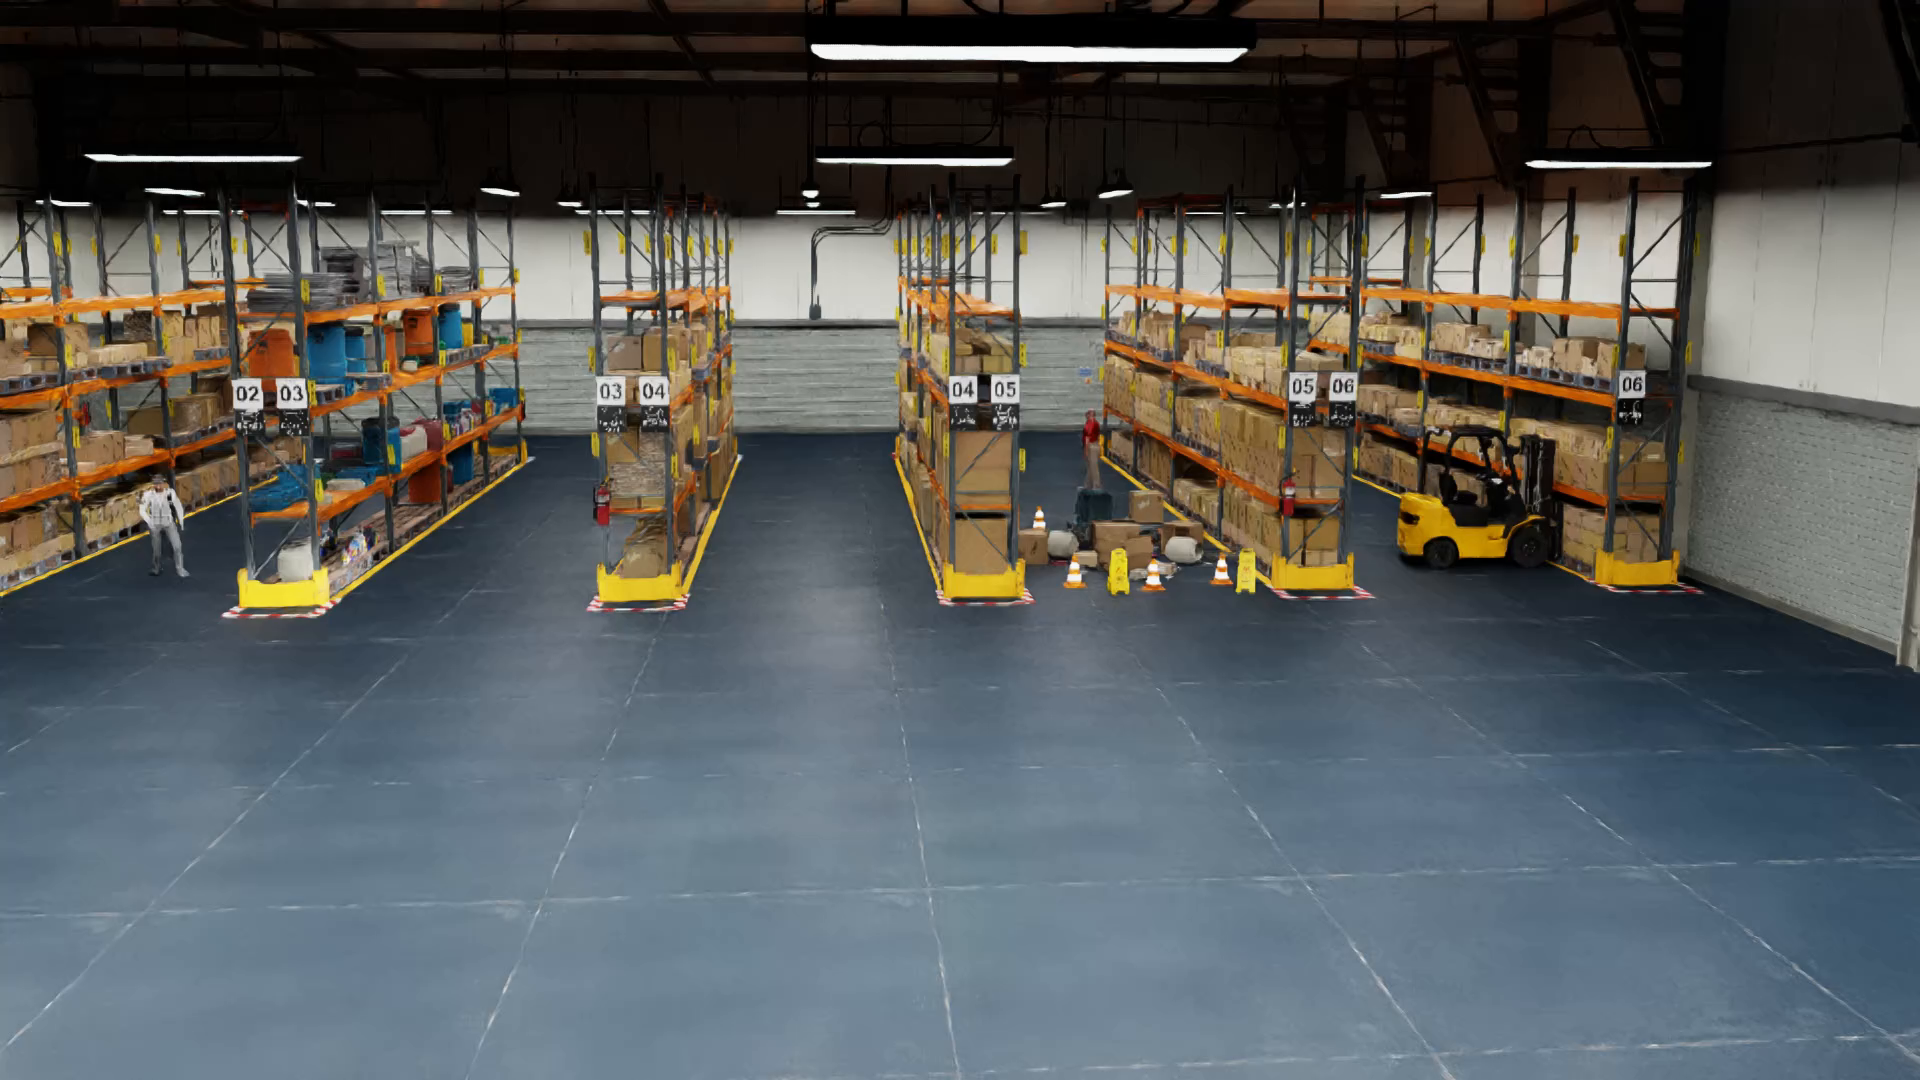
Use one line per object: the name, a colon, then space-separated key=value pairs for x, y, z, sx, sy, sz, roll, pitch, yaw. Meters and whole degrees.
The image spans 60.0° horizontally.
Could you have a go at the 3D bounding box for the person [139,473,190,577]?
person: x=-12.173 y=-0.244 z=25.425 sx=0.643 sy=1.608 sz=0.794 roll=-4 pitch=11 yaw=-22

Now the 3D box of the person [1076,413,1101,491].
person: x=2.631 y=-1.782 z=33.991 sx=0.580 sy=1.637 sz=0.586 roll=3 pitch=11 yaw=18
